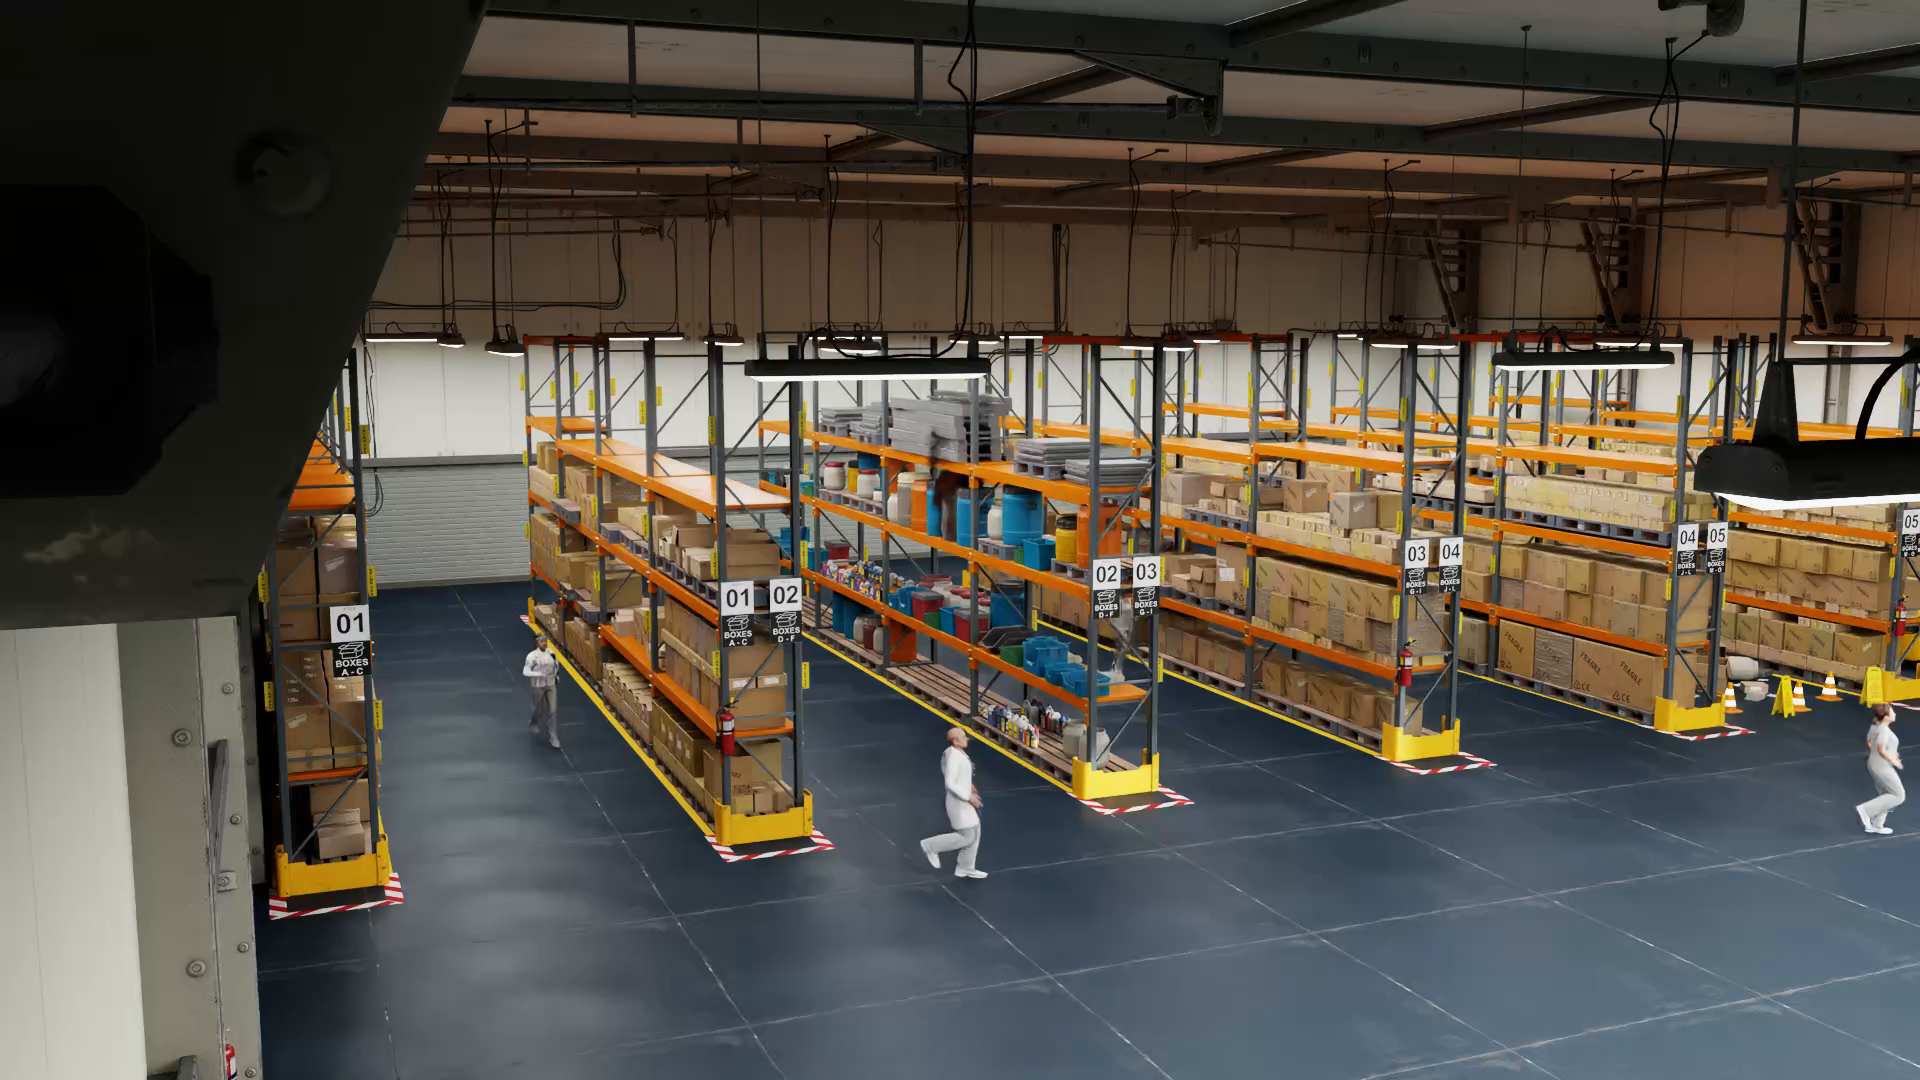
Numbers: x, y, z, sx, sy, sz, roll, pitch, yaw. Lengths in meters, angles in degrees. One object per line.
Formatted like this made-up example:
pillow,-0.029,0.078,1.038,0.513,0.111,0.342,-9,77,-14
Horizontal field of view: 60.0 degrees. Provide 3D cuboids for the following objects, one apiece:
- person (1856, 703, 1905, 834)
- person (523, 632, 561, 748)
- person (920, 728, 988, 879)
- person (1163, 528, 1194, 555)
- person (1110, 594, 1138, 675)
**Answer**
person,11.343,2.811,20.478,0.554,1.624,0.546,1,8,9
person,-6.193,2.191,24.764,0.613,1.674,0.923,-5,9,-34
person,-0.067,2.985,18.858,0.763,1.753,0.683,0,8,0
person,4.889,0.565,36.946,0.700,1.748,0.673,-2,8,-18
person,2.754,1.541,27.996,0.506,1.631,0.644,-6,10,-40
